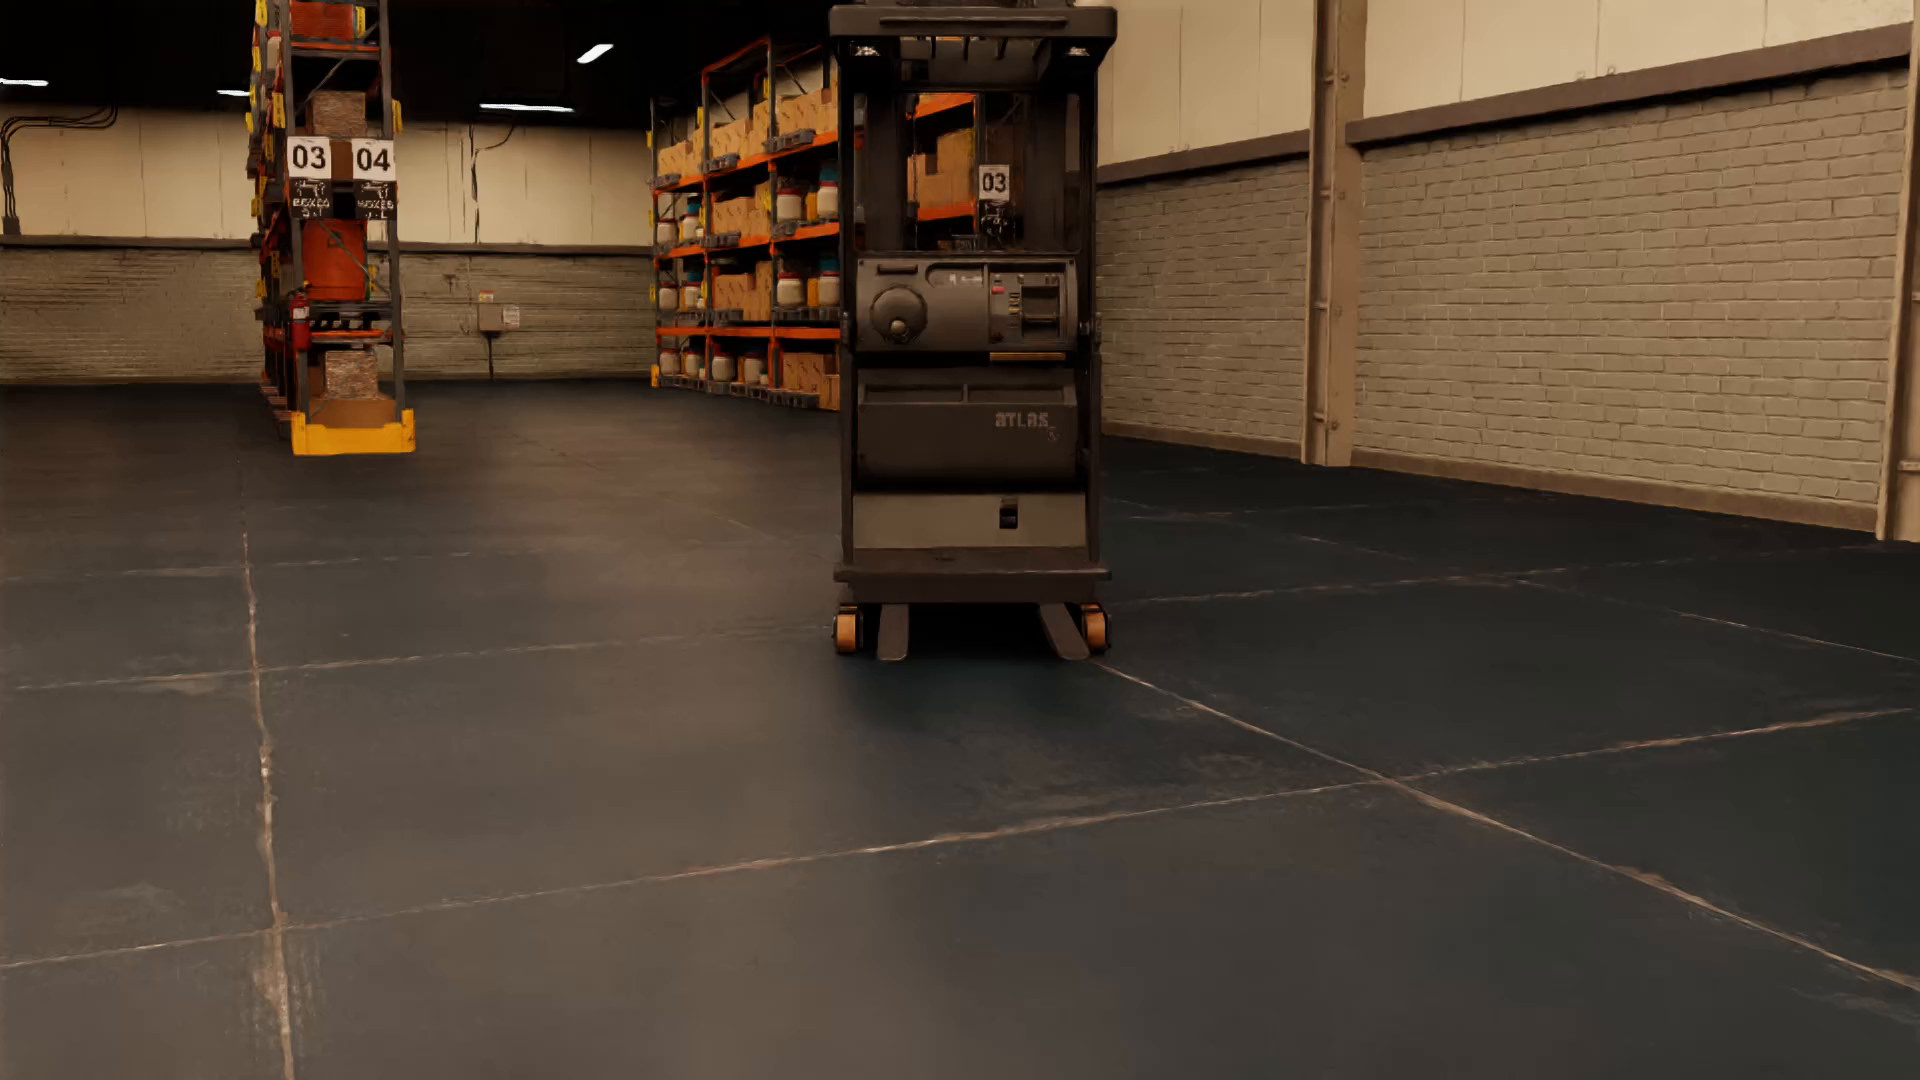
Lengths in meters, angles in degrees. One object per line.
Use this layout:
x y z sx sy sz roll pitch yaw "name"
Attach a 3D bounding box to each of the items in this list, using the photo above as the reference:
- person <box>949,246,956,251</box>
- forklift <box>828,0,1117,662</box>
0.022 -0.882 9.968 0.655 1.782 0.576 -3 8 -23 "person"
0.038 -1.037 6.806 1.130 2.935 3.031 0 8 -2 "forklift"
